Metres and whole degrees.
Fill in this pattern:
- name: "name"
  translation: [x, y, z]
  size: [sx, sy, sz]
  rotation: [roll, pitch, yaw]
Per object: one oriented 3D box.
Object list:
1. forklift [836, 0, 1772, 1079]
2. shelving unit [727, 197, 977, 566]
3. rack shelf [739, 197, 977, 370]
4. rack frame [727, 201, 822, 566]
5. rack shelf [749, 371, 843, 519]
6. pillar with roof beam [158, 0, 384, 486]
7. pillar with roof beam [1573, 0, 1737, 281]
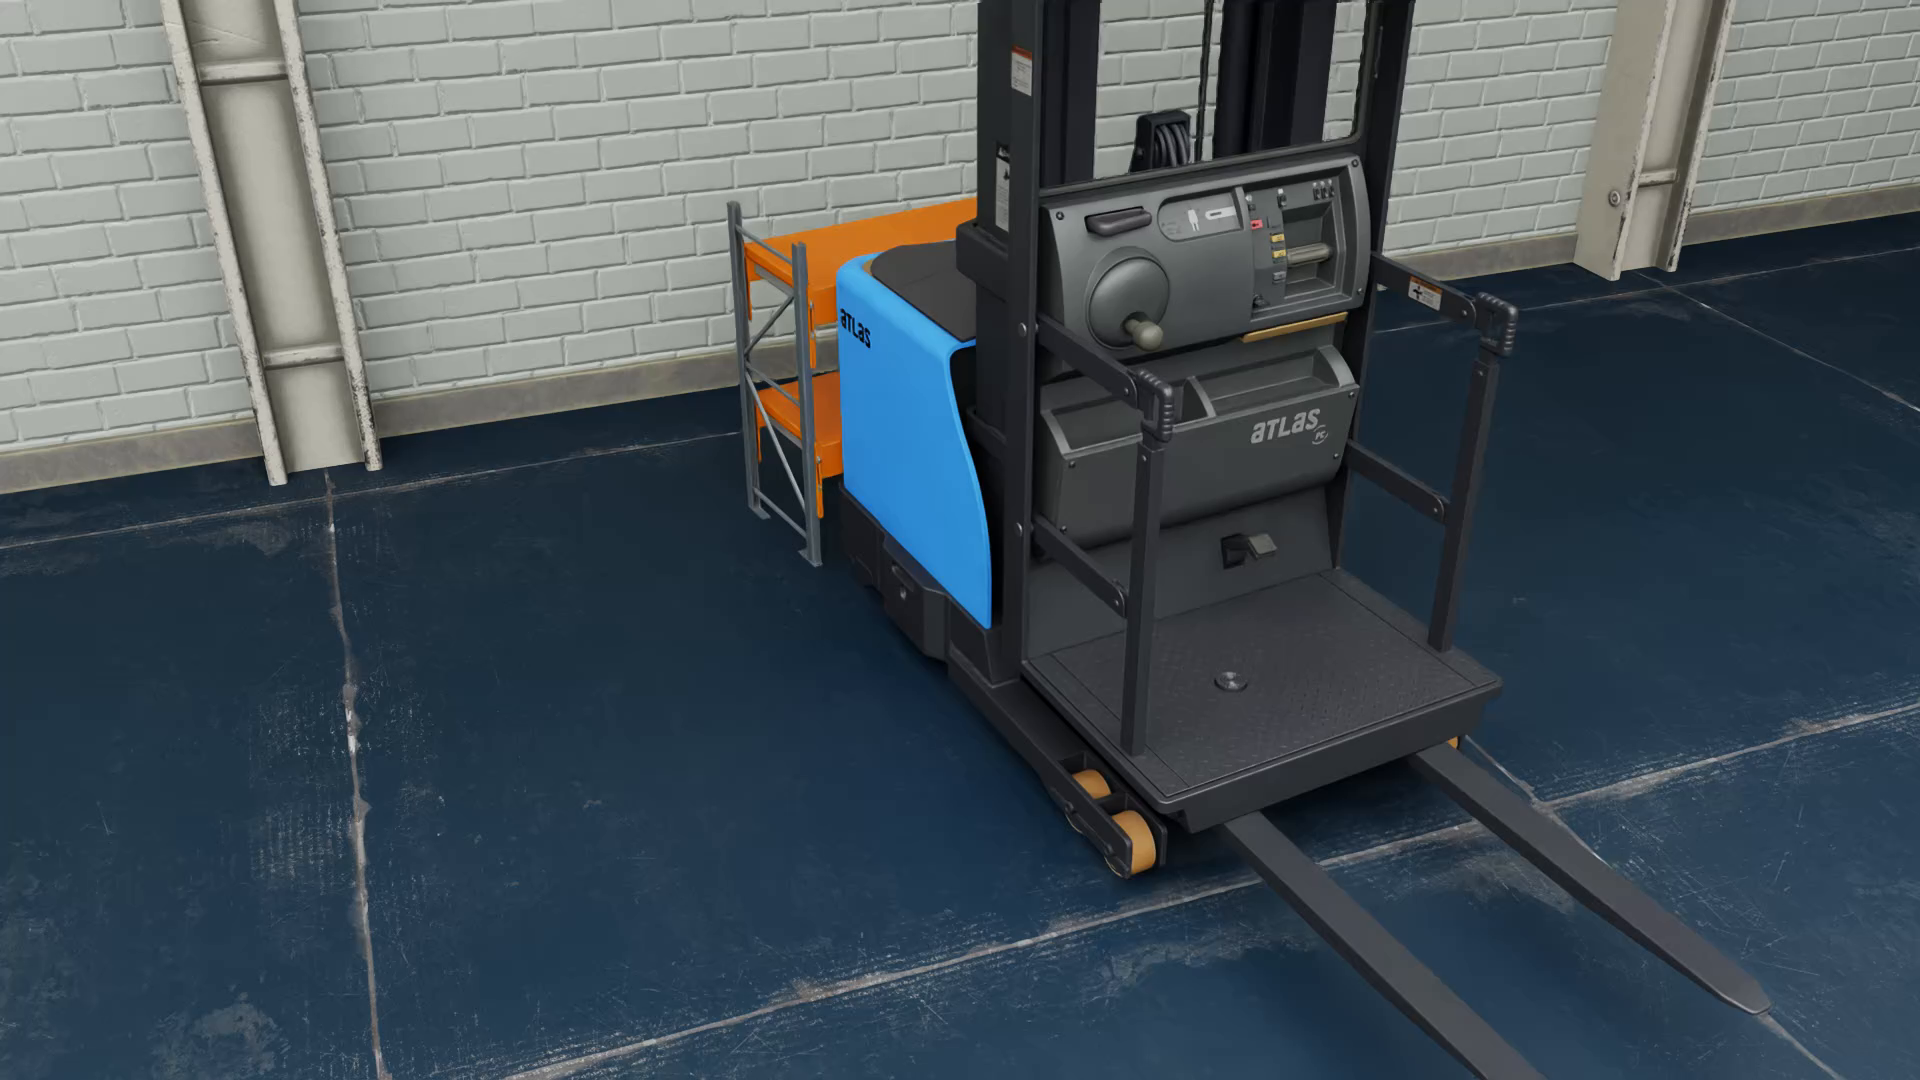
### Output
- name: "forklift"
  translation: [0.737, -0.671, 3.966]
  size: [1.130, 2.935, 3.031]
  rotation: [-15, 33, -24]
- name: "shelving unit"
  translation: [-0.183, -0.643, 5.742]
  size: [1.048, 1.125, 0.538]
  rotation: [-17, 34, -28]
- name: "rack shelf"
  translation: [-0.183, -0.897, 5.598]
  size: [1.000, 0.278, 0.538]
  rotation: [-17, 34, -28]
- name: "rack frame"
  translation: [-0.613, -0.509, 5.506]
  size: [0.032, 1.125, 0.500]
  rotation: [-17, 34, -28]
- name: "rack shelf"
  translation: [-0.183, -0.431, 5.863]
  size: [1.000, 0.278, 0.538]
  rotation: [-17, 34, -28]
- name: "pillar with roof beam"
  translation: [-0.895, -2.216, 0.550]
  size: [0.400, 9.000, 9.100]
  rotation: [-10, 31, -18]
- name: "pillar with roof beam"
  translation: [4.728, -3.252, 2.367]
  size: [0.400, 9.000, 9.100]
  rotation: [-10, 31, -18]
